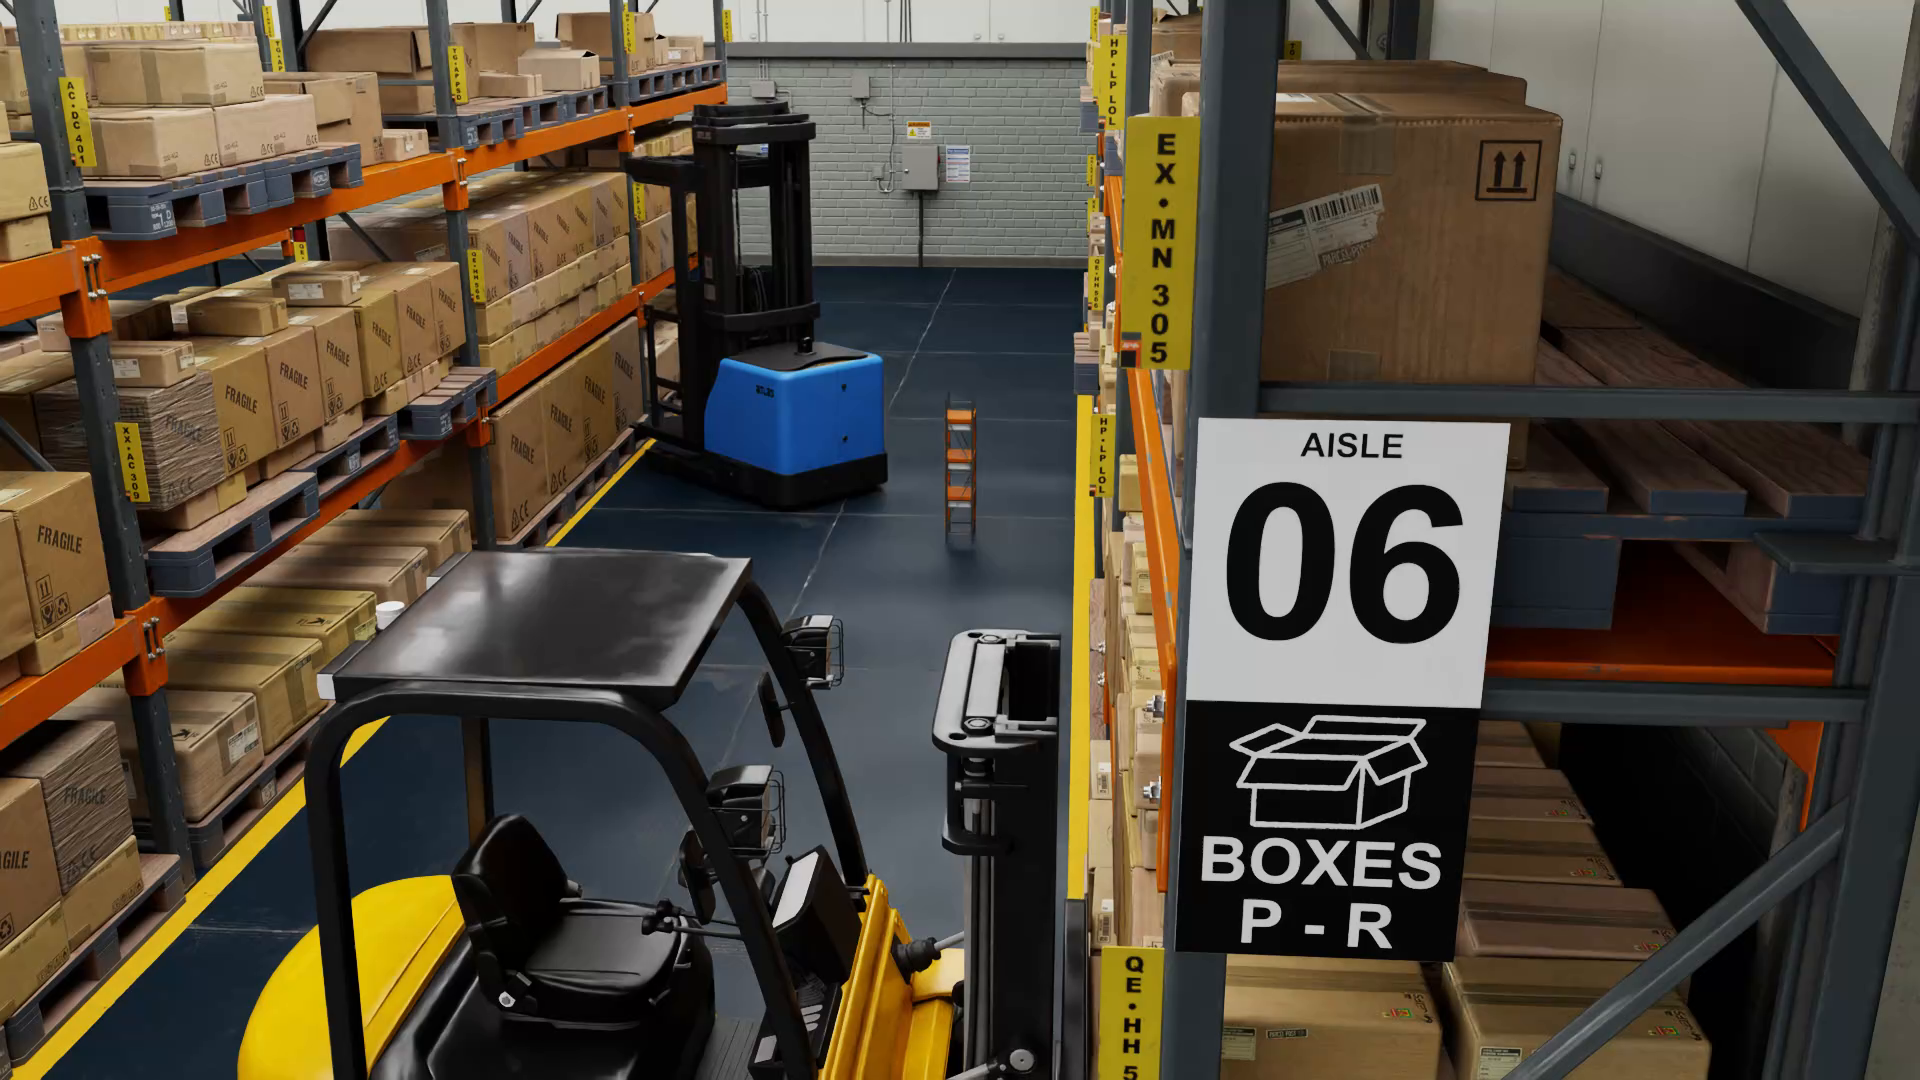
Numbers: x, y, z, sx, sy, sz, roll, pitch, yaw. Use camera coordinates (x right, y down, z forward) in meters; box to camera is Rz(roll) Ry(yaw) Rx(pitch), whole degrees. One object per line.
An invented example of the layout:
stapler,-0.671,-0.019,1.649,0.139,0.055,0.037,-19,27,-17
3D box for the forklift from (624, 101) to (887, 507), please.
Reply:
forklift,-1.944,-2.024,13.392,1.130,2.935,3.031,-16,24,-40

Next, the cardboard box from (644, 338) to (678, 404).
cardboard box,-3.136,-1.568,15.332,0.875,0.438,0.875,1,18,3

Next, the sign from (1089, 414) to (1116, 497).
sign,0.547,-0.321,6.353,0.100,0.325,0.005,1,18,4

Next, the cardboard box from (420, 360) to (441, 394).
cardboard box,-3.284,-0.960,9.766,0.380,0.149,0.250,1,18,3

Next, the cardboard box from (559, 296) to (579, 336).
cardboard box,-3.195,-1.702,12.542,0.500,0.250,0.500,1,18,4

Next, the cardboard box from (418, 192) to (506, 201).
cardboard box,-3.685,-2.311,12.392,0.500,0.500,0.500,1,18,3

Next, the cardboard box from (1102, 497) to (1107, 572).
cardboard box,0.895,-0.047,7.489,0.500,0.250,0.500,1,18,4

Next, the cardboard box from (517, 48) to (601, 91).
cardboard box,-3.142,-3.698,13.043,0.500,0.311,0.500,1,18,4

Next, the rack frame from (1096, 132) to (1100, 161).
rack frame,1.949,-3.526,17.868,1.000,3.000,0.127,1,18,4

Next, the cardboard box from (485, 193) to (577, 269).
cardboard box,-3.178,-2.293,12.337,0.500,0.500,0.500,2,18,5

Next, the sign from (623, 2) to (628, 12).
sign,-3.555,-5.529,17.630,0.100,0.325,0.005,1,18,4

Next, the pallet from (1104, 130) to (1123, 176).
pallet,1.416,-2.165,9.198,1.213,0.211,1.003,2,18,6

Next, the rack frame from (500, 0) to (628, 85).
rack frame,-3.288,-5.245,13.477,1.000,3.000,0.127,1,18,4

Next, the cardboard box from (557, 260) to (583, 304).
cardboard box,-3.157,-1.942,12.470,0.500,0.250,0.500,2,18,5

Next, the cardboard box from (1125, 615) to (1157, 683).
cardboard box,0.684,0.335,4.881,0.380,0.149,0.250,1,18,2

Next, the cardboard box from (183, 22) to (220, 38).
cardboard box,-7.721,-5.148,16.797,0.380,0.149,0.250,2,18,5

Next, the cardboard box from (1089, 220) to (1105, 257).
cardboard box,1.368,-2.225,13.061,0.700,0.500,0.500,1,18,5

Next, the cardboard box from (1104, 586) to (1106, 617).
cardboard box,1.318,0.081,9.999,0.875,0.625,0.625,2,18,6

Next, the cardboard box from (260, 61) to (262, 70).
cardboard box,-7.715,-4.922,17.551,0.500,0.250,0.500,1,18,3

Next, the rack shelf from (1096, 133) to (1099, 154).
rack shelf,1.806,-3.989,15.617,1.077,0.370,4.000,1,18,4

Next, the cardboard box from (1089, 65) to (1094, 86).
cardboard box,1.168,-3.516,12.588,0.380,0.149,0.250,2,18,5

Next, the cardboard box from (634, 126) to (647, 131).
cardboard box,-3.385,-4.120,16.870,0.380,0.149,0.250,1,18,2

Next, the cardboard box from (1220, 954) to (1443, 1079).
cardboard box,0.618,0.830,2.893,0.380,0.149,0.250,1,18,4

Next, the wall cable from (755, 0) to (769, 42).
wall cable,-2.875,-8.260,22.679,0.463,3.000,0.029,1,18,4

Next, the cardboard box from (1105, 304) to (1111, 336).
cardboard box,1.059,-1.305,9.886,0.380,0.149,0.250,2,18,6

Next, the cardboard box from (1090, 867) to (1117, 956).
cardboard box,0.671,1.289,5.307,0.500,0.250,0.500,2,18,6

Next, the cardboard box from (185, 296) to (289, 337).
cardboard box,-3.500,-1.084,8.058,0.380,0.149,0.250,2,18,7

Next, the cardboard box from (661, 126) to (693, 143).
cardboard box,-2.816,-4.112,16.848,0.380,0.149,0.250,2,18,5

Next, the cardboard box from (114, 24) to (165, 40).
cardboard box,-7.823,-4.828,15.819,0.380,0.149,0.250,1,18,2

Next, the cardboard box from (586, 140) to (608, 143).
cardboard box,-3.429,-3.563,15.172,0.380,0.149,0.250,1,18,3

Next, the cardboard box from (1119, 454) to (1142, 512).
cardboard box,0.770,-0.204,6.049,0.380,0.149,0.250,2,18,5

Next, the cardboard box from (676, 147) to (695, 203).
cardboard box,-2.884,-3.531,16.115,0.500,0.500,0.500,1,18,4

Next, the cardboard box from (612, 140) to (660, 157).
cardboard box,-2.949,-3.553,15.141,0.380,0.149,0.250,1,18,4

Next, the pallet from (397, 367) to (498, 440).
pallet,-3.520,-0.836,9.967,1.213,0.211,1.003,1,18,4

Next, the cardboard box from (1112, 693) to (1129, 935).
cardboard box,0.684,0.760,4.625,0.500,0.500,0.500,1,18,4

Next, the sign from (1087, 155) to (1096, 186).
sign,1.408,-3.950,17.770,0.100,0.325,0.005,1,18,4

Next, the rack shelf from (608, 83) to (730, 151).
rack shelf,-3.145,-4.098,15.952,1.077,0.370,4.000,1,18,4

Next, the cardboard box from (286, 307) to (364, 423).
cardboard box,-3.432,-0.905,8.556,0.500,0.500,0.500,1,18,2

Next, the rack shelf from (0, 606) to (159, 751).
rack shelf,-4.005,1.054,5.045,1.077,0.370,4.000,1,18,4

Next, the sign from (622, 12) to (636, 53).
sign,-2.747,-4.205,13.787,0.100,0.325,0.005,1,18,4

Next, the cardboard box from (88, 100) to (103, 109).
cardboard box,-3.923,-1.804,7.362,0.500,0.250,0.500,2,18,5

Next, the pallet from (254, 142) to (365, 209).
pallet,-3.640,-1.757,7.951,1.213,0.211,1.003,1,18,4

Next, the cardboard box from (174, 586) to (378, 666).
cardboard box,-3.731,0.538,9.010,0.950,0.372,0.625,2,18,6

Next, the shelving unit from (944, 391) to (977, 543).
shelving unit,0.004,-0.516,11.810,0.215,1.050,0.252,1,18,4

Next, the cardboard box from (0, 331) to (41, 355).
cardboard box,-8.034,-1.604,14.136,0.500,0.250,0.500,1,18,2

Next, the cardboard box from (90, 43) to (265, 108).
cardboard box,-3.395,-2.028,7.241,0.500,0.250,0.500,1,18,3

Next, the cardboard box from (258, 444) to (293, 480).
cardboard box,-3.476,-0.400,8.055,0.380,0.149,0.250,2,18,5

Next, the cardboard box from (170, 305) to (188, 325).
cardboard box,-3.944,-0.923,8.610,0.500,0.500,0.500,1,18,2

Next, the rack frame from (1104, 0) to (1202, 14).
rack frame,1.663,-5.135,13.142,1.000,3.000,0.127,1,18,4

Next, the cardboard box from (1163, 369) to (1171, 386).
cardboard box,0.559,-0.374,2.999,0.380,0.149,0.250,1,18,2

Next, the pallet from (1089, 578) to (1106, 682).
pallet,1.278,0.538,9.941,1.003,0.211,1.213,1,18,4

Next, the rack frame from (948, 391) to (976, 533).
rack frame,0.013,-0.553,11.926,0.200,1.050,0.008,1,18,4
